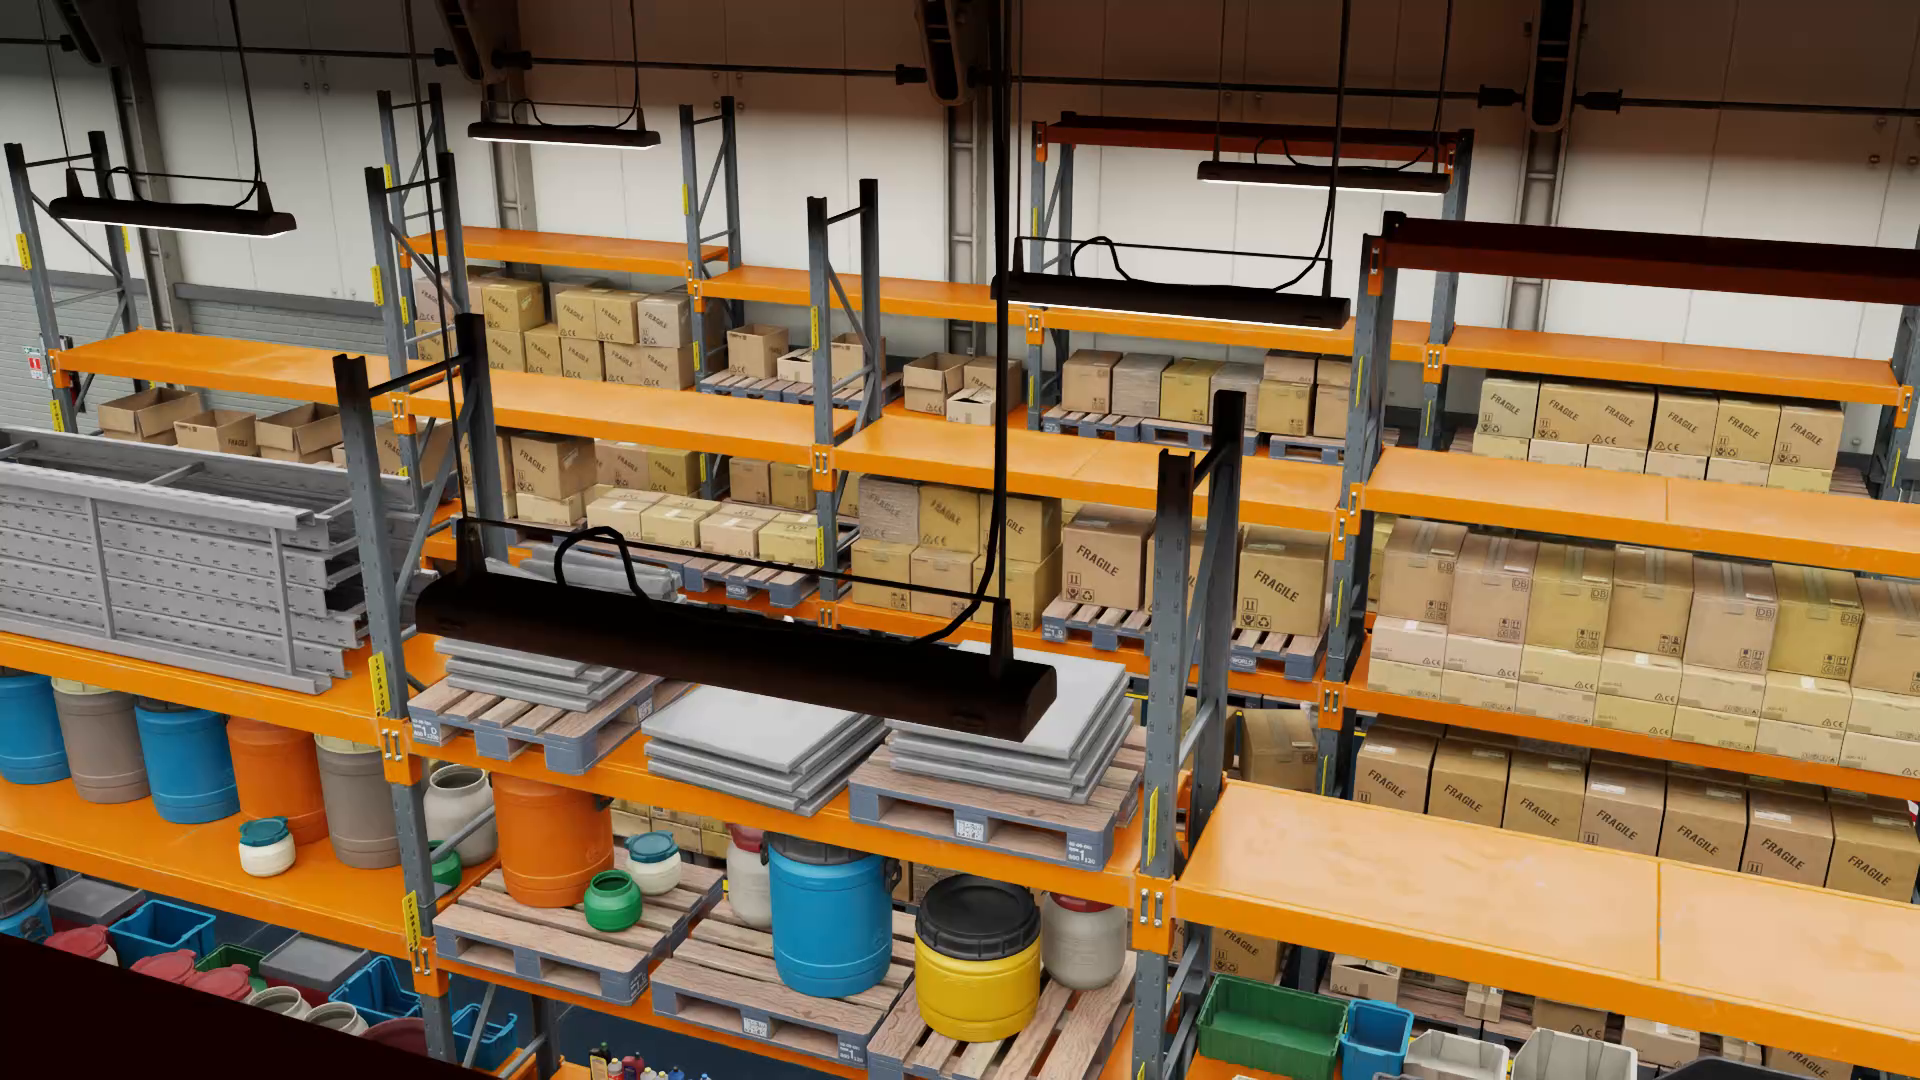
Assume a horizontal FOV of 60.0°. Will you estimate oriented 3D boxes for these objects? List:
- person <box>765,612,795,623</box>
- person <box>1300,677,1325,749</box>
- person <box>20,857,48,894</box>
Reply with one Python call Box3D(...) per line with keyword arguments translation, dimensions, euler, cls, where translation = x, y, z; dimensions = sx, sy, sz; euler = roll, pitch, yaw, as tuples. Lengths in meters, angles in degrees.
Box3D(translation=(-1.779, 1.393, 16.330), dimensions=(0.848, 1.789, 0.663), euler=(1, 21, 3), cls="person")
Box3D(translation=(3.342, 1.721, 15.541), dimensions=(0.514, 1.673, 0.467), euler=(-13, 24, -30), cls="person")
Box3D(translation=(-7.795, 2.263, 13.963), dimensions=(0.489, 1.755, 0.609), euler=(12, 24, 29), cls="person")
